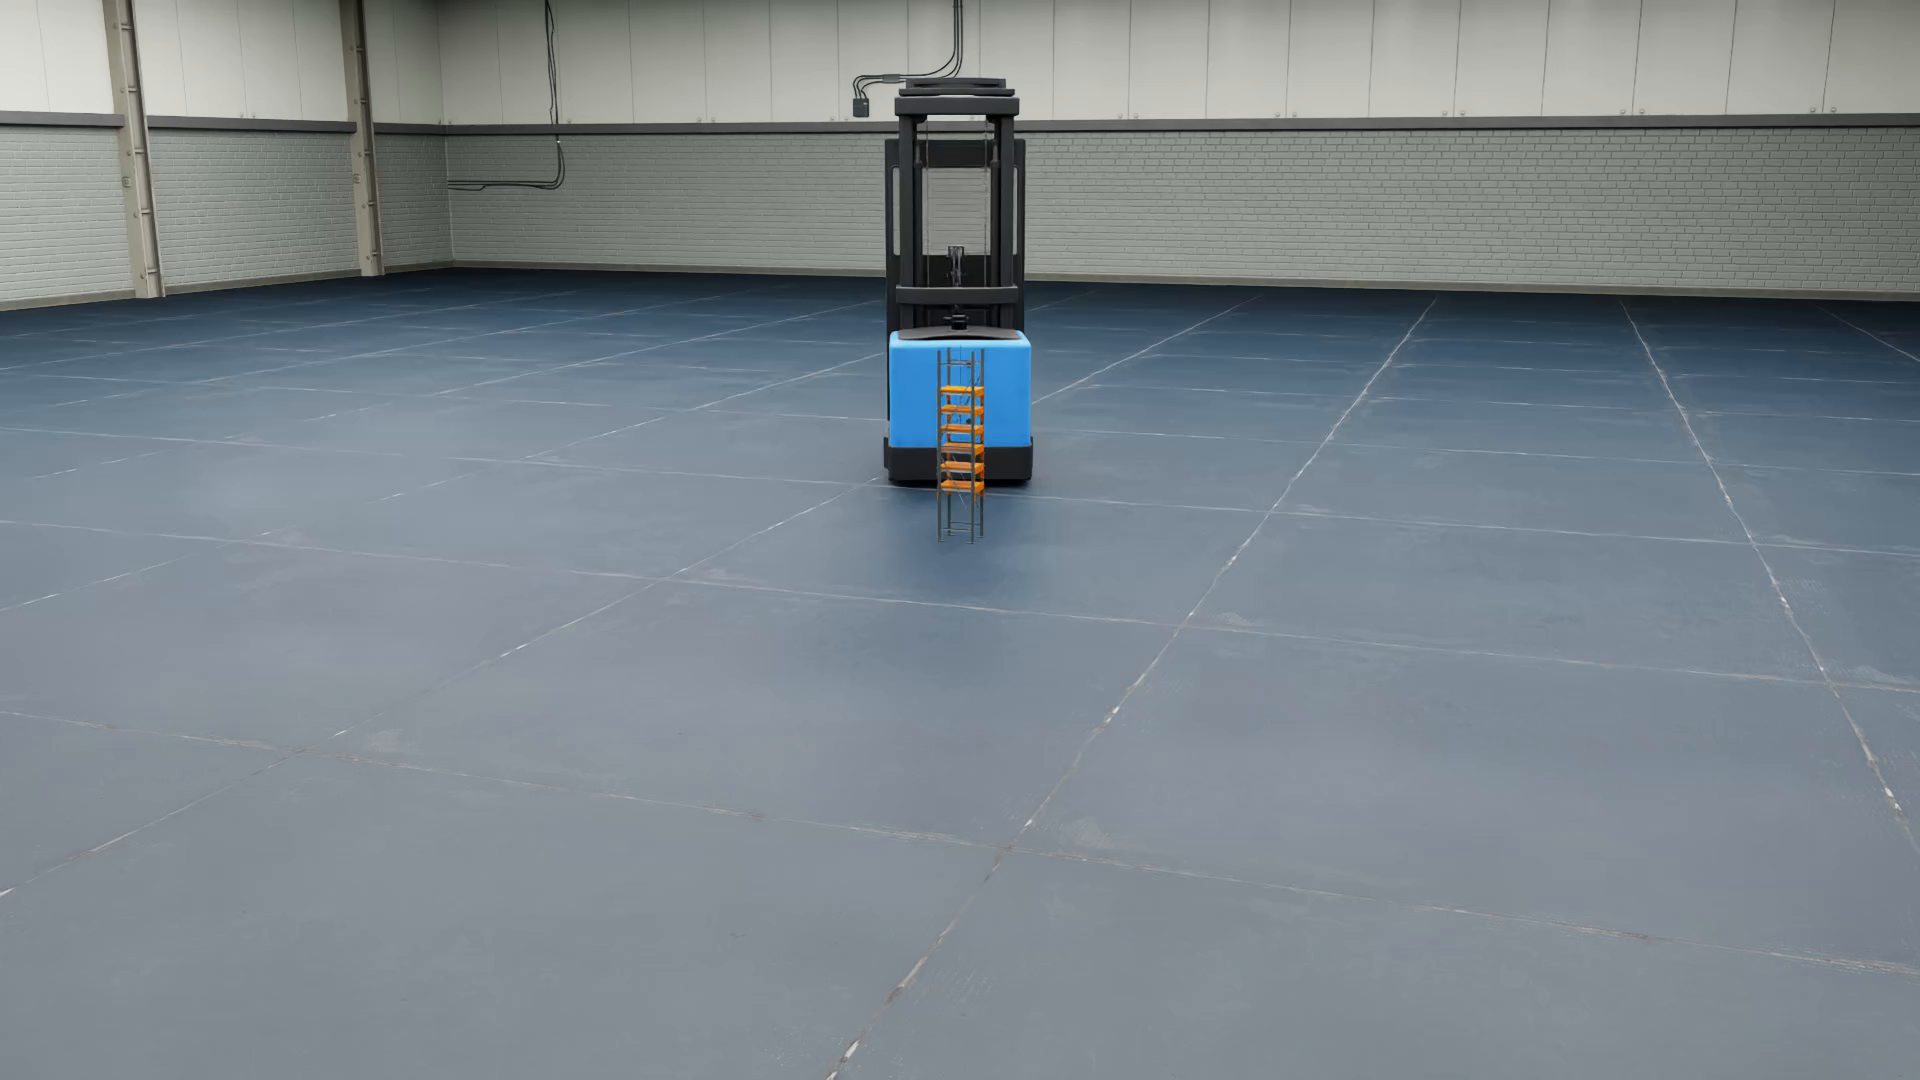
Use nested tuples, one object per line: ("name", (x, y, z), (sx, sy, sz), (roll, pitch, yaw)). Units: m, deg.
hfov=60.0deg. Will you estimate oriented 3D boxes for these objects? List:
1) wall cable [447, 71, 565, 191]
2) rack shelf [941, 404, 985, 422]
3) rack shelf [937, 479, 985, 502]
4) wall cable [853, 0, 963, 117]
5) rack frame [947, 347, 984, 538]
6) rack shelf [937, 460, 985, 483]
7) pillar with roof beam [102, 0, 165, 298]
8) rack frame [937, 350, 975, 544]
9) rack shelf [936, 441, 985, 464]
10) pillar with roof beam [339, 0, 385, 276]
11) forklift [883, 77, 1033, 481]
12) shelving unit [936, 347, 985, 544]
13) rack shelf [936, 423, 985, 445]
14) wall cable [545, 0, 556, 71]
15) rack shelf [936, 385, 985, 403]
("wall cable", (-10.031, -8.911, 36.286), (3.097, 2.526, 0.112), (4, 14, 18))
("rack shelf", (0.005, -0.779, 10.324), (0.258, 0.103, 0.180), (4, 14, 18))
("rack shelf", (0.005, -0.311, 10.431), (0.258, 0.103, 0.180), (4, 14, 18))
("wall cable", (-1.053, -11.396, 32.553), (2.305, 6.003, 0.169), (4, 14, 18))
("rack frame", (0.034, -0.607, 10.452), (0.240, 1.200, 0.006), (4, 14, 18))
("rack shelf", (0.005, -0.428, 10.404), (0.258, 0.103, 0.180), (4, 14, 18))
("pillar with roof beam", (-10.103, -8.327, 26.747), (9.100, 9.000, 0.400), (4, 14, 18))
("rack frame", (-0.025, -0.569, 10.283), (0.240, 1.200, 0.006), (4, 14, 18))
("rack shelf", (0.005, -0.545, 10.378), (0.258, 0.103, 0.180), (4, 14, 18))
("pillar with roof beam", (-8.162, -9.590, 32.282), (9.100, 9.000, 0.400), (4, 14, 18))
("forklift", (-0.047, -2.133, 13.246), (1.130, 2.935, 3.031), (0, 13, -2))
("shelving unit", (0.005, -0.588, 10.368), (0.258, 1.200, 0.189), (4, 14, 18))
("rack shelf", (0.005, -0.662, 10.351), (0.258, 0.103, 0.180), (4, 14, 18))
("wall cable", (-7.471, -11.179, 34.871), (3.097, 2.526, 0.112), (4, 14, 18))
("rack shelf", (0.005, -0.896, 10.298), (0.258, 0.103, 0.180), (4, 14, 18))
